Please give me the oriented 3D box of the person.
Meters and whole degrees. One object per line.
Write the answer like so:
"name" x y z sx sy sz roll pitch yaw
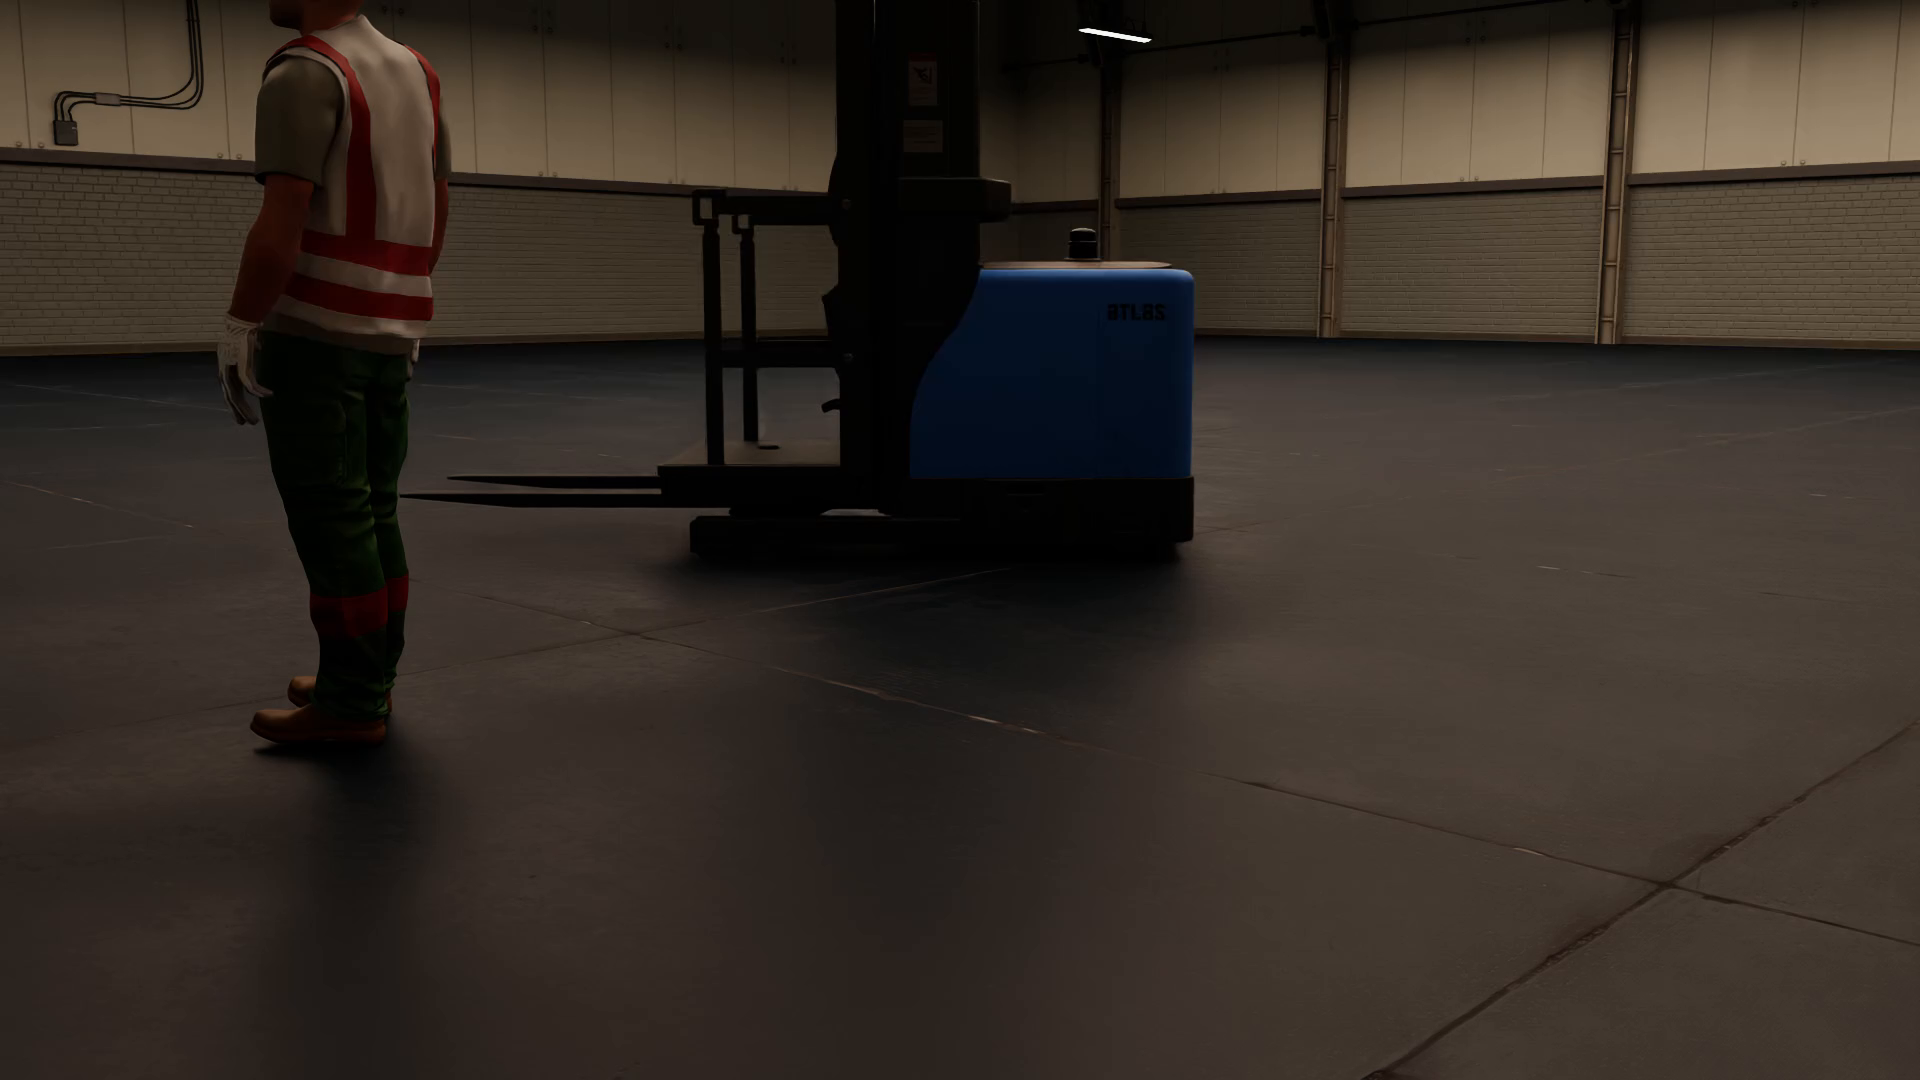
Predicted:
"person" -1.409 -0.442 3.595 0.566 1.787 0.638 2 9 14

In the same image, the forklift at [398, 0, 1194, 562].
"forklift" -0.636 -1.447 6.485 3.031 2.935 1.130 0 9 0
